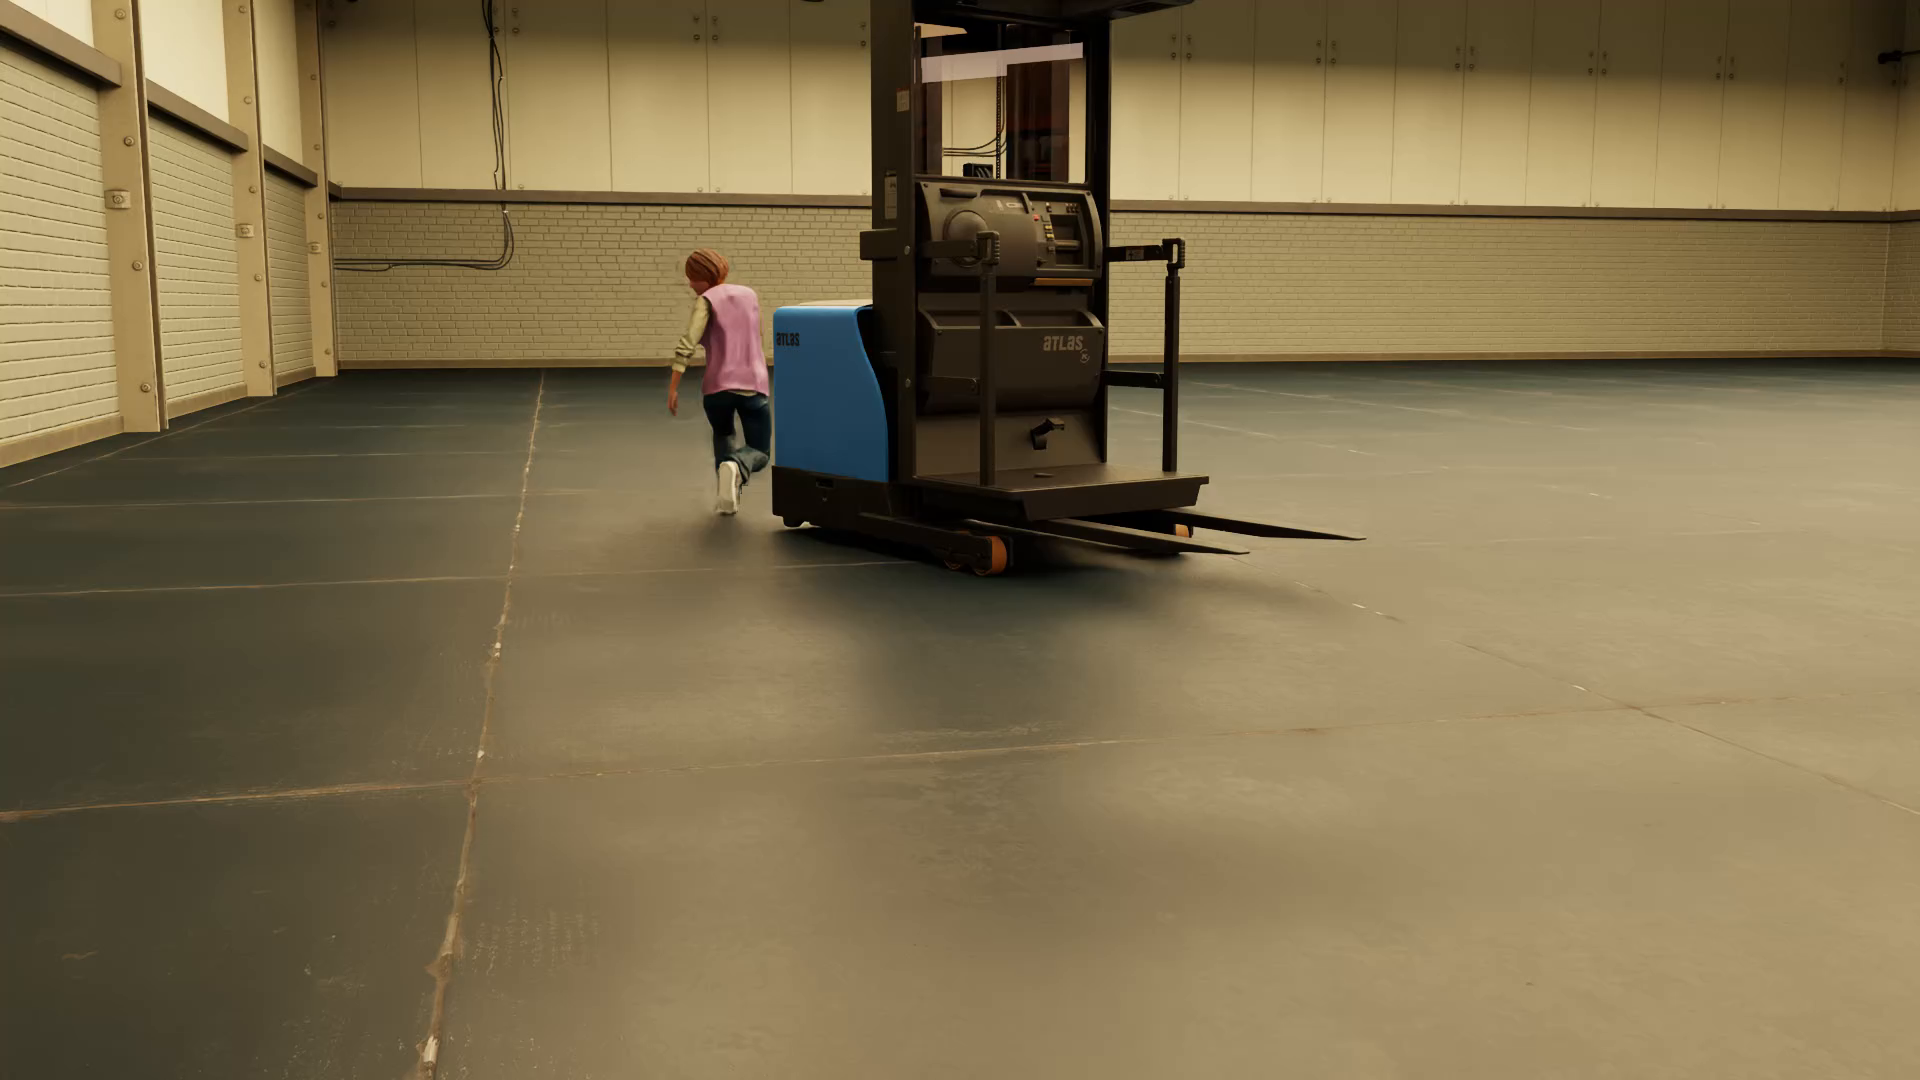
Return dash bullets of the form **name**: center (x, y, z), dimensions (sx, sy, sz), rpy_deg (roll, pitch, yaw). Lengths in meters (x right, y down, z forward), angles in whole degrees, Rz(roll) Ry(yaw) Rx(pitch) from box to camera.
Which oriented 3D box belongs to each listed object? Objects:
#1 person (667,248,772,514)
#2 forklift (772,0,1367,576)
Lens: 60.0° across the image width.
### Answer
- **person**: center (-1.233, -0.789, 8.519), dimensions (0.543, 1.375, 0.730), rpy_deg (-2, 8, -14)
- **forklift**: center (0.355, -1.383, 7.015), dimensions (1.130, 2.935, 3.031), rpy_deg (-6, 10, -35)
